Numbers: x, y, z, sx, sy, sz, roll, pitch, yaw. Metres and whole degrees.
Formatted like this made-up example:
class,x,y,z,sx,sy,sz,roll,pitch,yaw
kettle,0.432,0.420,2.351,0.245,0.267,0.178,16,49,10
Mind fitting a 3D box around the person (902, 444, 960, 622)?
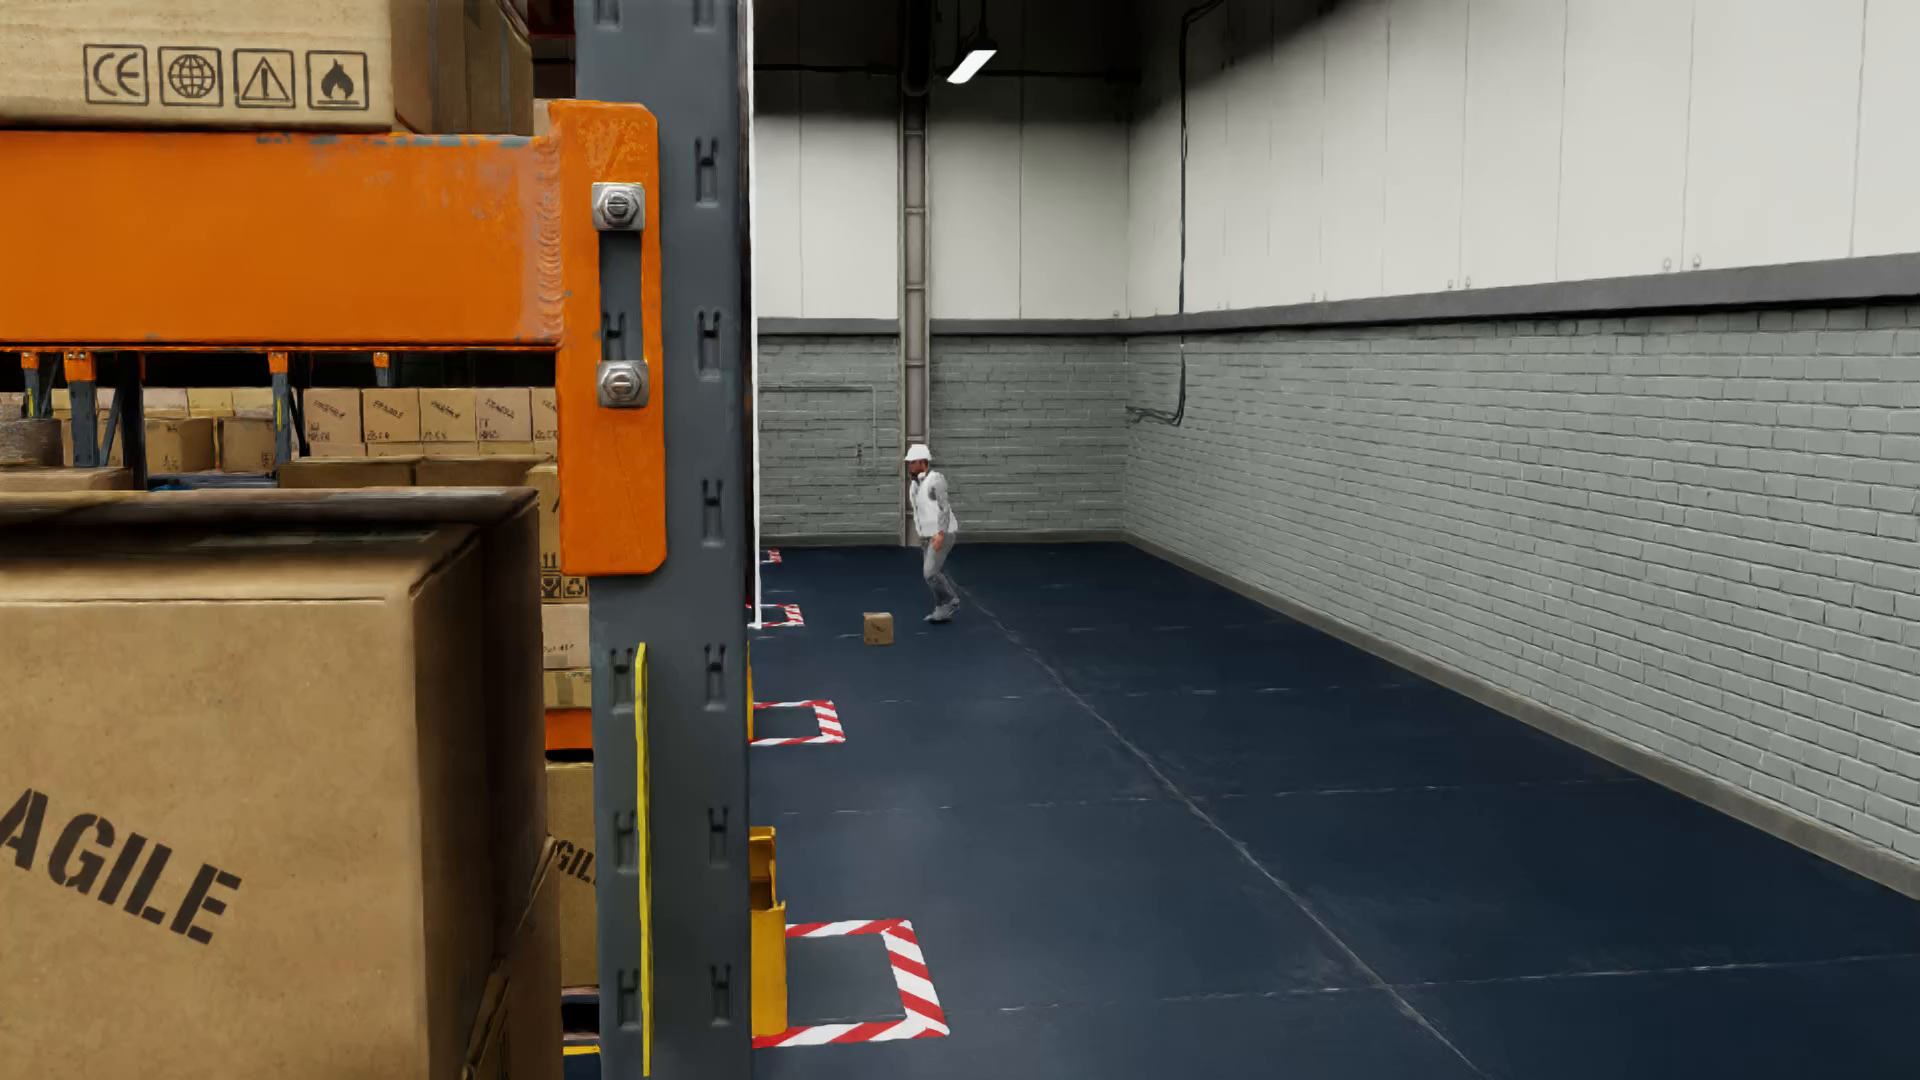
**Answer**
class,x,y,z,sx,sy,sz,roll,pitch,yaw
person,-0.282,-0.062,16.100,0.595,1.747,0.562,-4,8,-32
